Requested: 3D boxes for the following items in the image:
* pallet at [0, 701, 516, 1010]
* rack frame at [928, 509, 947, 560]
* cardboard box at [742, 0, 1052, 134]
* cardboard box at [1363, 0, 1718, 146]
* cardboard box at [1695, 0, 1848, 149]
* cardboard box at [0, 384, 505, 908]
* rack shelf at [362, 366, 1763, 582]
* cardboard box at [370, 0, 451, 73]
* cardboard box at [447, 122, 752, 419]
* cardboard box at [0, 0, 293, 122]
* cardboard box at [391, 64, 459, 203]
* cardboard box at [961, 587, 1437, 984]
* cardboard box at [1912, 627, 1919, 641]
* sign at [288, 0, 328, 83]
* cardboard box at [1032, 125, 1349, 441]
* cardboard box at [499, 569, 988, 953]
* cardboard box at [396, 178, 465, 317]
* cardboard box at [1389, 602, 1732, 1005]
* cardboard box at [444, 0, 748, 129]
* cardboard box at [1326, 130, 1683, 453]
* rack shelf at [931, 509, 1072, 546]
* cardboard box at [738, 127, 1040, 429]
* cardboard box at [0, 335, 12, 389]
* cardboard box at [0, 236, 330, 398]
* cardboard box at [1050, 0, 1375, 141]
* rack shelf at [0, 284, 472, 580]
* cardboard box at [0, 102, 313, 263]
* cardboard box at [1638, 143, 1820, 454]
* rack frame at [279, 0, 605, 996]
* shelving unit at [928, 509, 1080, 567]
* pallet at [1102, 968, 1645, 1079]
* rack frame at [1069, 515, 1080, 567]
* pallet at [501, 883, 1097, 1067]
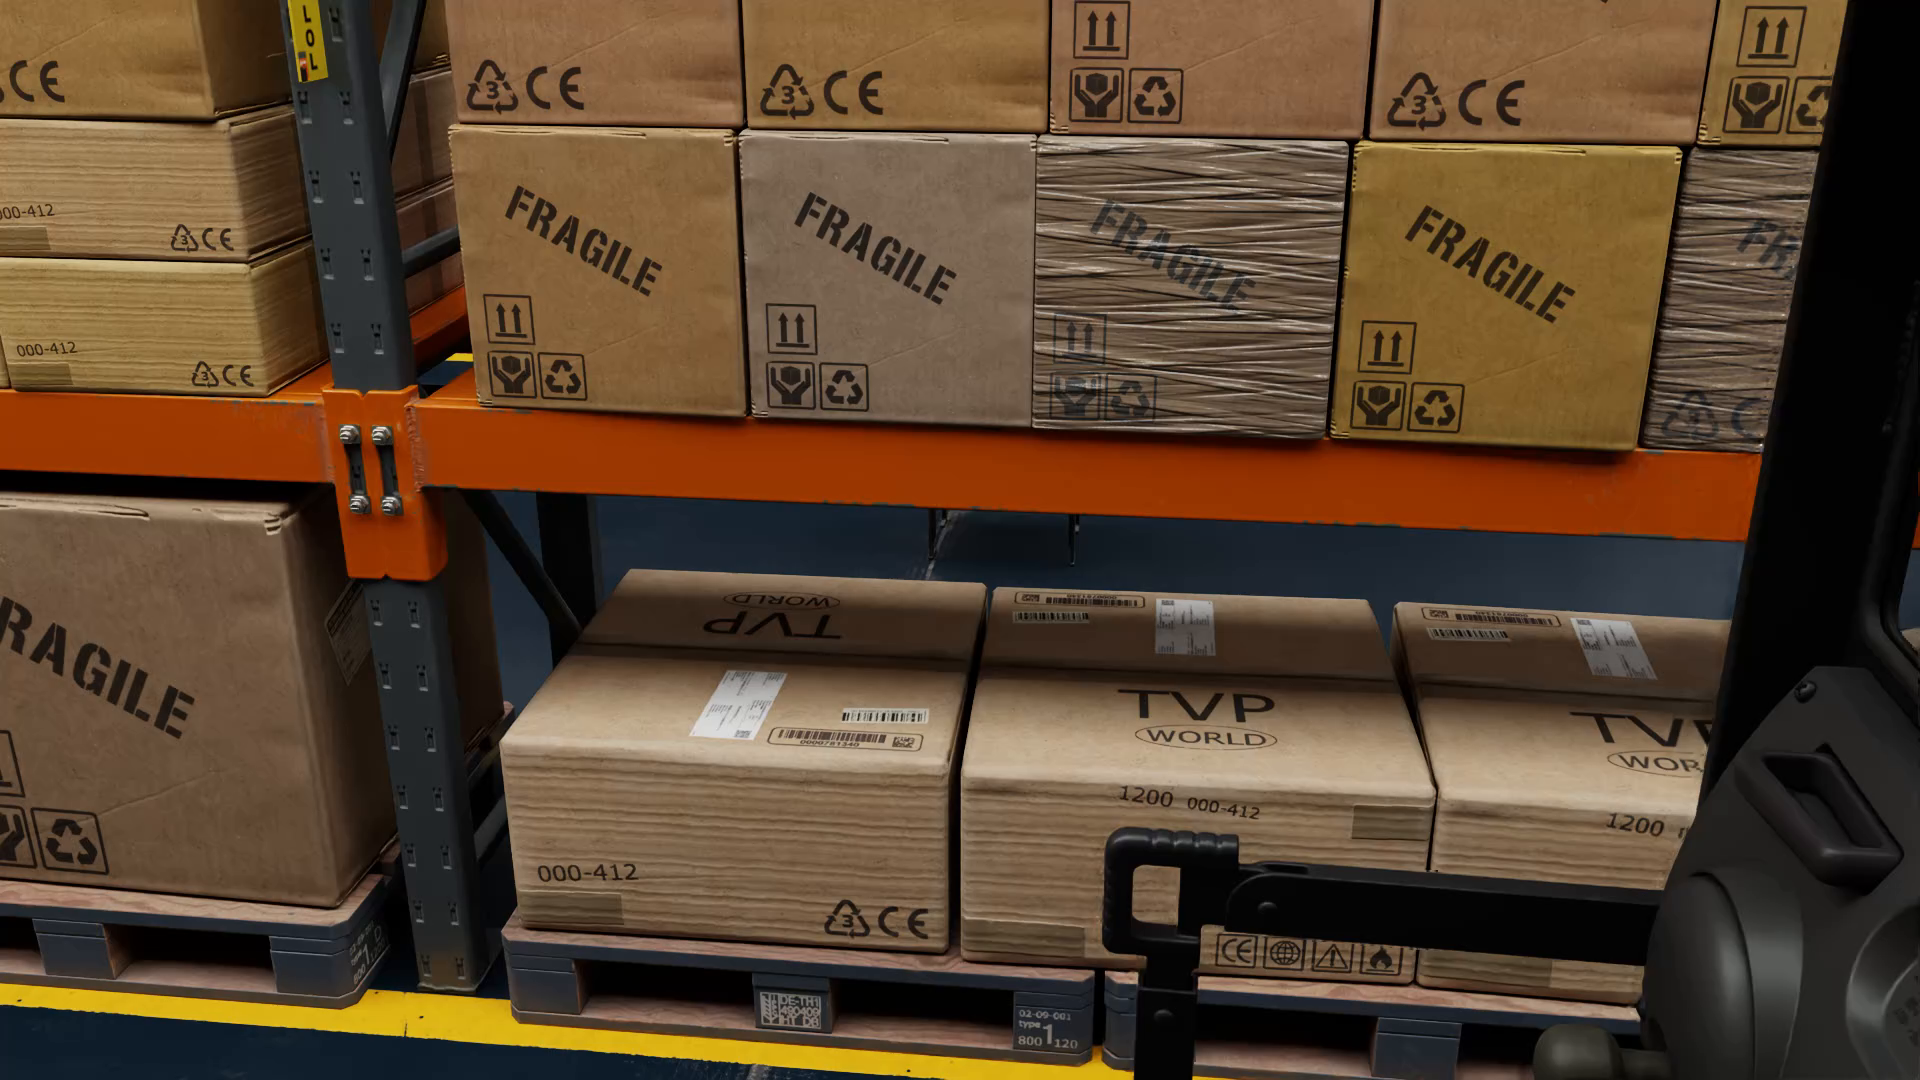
[{"bbox_3d":[-1.800,0.673,3.951,1.213,0.211,1.003,2,22,6],"label":"pallet"},{"bbox_3d":[-0.078,-0.980,5.562,0.015,2.100,0.400,2,22,6],"label":"rack frame"},{"bbox_3d":[-0.080,-0.996,2.884,0.500,0.500,0.500,2,22,6],"label":"cardboard box"},{"bbox_3d":[0.928,-0.947,2.760,0.500,0.500,0.500,2,22,6],"label":"cardboard box"},{"bbox_3d":[1.427,-0.925,2.703,0.500,0.500,0.500,2,22,6],"label":"cardboard box"},{"bbox_3d":[-1.650,0.177,3.731,0.875,0.875,0.875,3,22,8],"label":"cardboard box"},{"bbox_3d":[0.961,-0.197,3.337,4.000,0.370,1.077,2,22,6],"label":"rack shelf"},{"bbox_3d":[-1.428,-1.254,3.535,0.500,0.500,0.500,3,22,7],"label":"cardboard box"},{"bbox_3d":[-0.590,-0.549,3.112,0.500,0.500,0.500,3,22,8],"label":"cardboard box"},{"bbox_3d":[-1.498,-1.057,3.038,0.500,0.500,0.500,3,22,8],"label":"cardboard box"},{"bbox_3d":[-1.429,-0.903,3.668,0.500,0.250,0.500,2,22,5],"label":"cardboard box"},{"bbox_3d":[0.475,0.483,3.552,0.875,0.438,0.875,2,22,5],"label":"cardboard box"},{"bbox_3d":[2.280,0.559,3.359,0.875,0.438,0.875,2,22,4],"label":"cardboard box"},{"bbox_3d":[-1.079,-0.921,2.723,0.005,0.325,0.100,2,22,6],"label":"sign"},{"bbox_3d":[0.402,-0.502,2.993,0.500,0.500,0.500,3,22,7],"label":"cardboard box"},{"bbox_3d":[-0.414,0.444,3.649,0.875,0.438,0.875,2,22,6],"label":"cardboard box"},{"bbox_3d":[-1.431,-0.664,3.743,0.500,0.250,0.500,2,22,5],"label":"cardboard box"},{"bbox_3d":[1.370,0.523,3.452,0.875,0.438,0.875,3,22,8],"label":"cardboard box"},{"bbox_3d":[-0.581,-1.021,2.945,0.500,0.500,0.500,3,22,7],"label":"cardboard box"},{"bbox_3d":[0.914,-0.479,2.936,0.500,0.500,0.500,3,22,8],"label":"cardboard box"},{"bbox_3d":[0.164,-0.306,5.798,0.480,0.518,0.431,2,22,6],"label":"rack shelf"},{"bbox_3d":[-0.091,-0.525,3.053,0.500,0.500,0.500,3,22,7],"label":"cardboard box"},{"bbox_3d":[-2.006,-0.498,3.324,0.500,0.250,0.500,2,22,6],"label":"cardboard box"},{"bbox_3d":[-1.500,-0.476,3.267,0.500,0.250,0.500,2,22,5],"label":"cardboard box"},{"bbox_3d":[0.428,-0.970,2.818,0.500,0.500,0.500,3,22,7],"label":"cardboard box"},{"bbox_3d":[-3.011,-0.370,3.774,4.000,0.370,1.077,2,22,6],"label":"rack shelf"},{"bbox_3d":[-1.491,-0.711,3.183,0.500,0.250,0.500,2,22,6],"label":"cardboard box"},{"bbox_3d":[1.428,-0.462,2.892,0.500,0.500,0.500,3,22,8],"label":"cardboard box"},{"bbox_3d":[-1.025,-0.618,3.423,0.127,3.000,1.000,2,22,6],"label":"rack frame"},{"bbox_3d":[0.164,-0.969,5.536,0.503,2.100,0.431,2,22,6],"label":"shelving unit"},{"bbox_3d":[0.936,0.792,3.649,1.213,0.211,1.003,2,22,6],"label":"pallet"},{"bbox_3d":[0.407,-0.959,5.509,0.015,2.100,0.400,2,22,6],"label":"rack frame"},{"bbox_3d":[-0.279,0.740,3.781,1.213,0.211,1.003,2,22,6],"label":"pallet"}]
